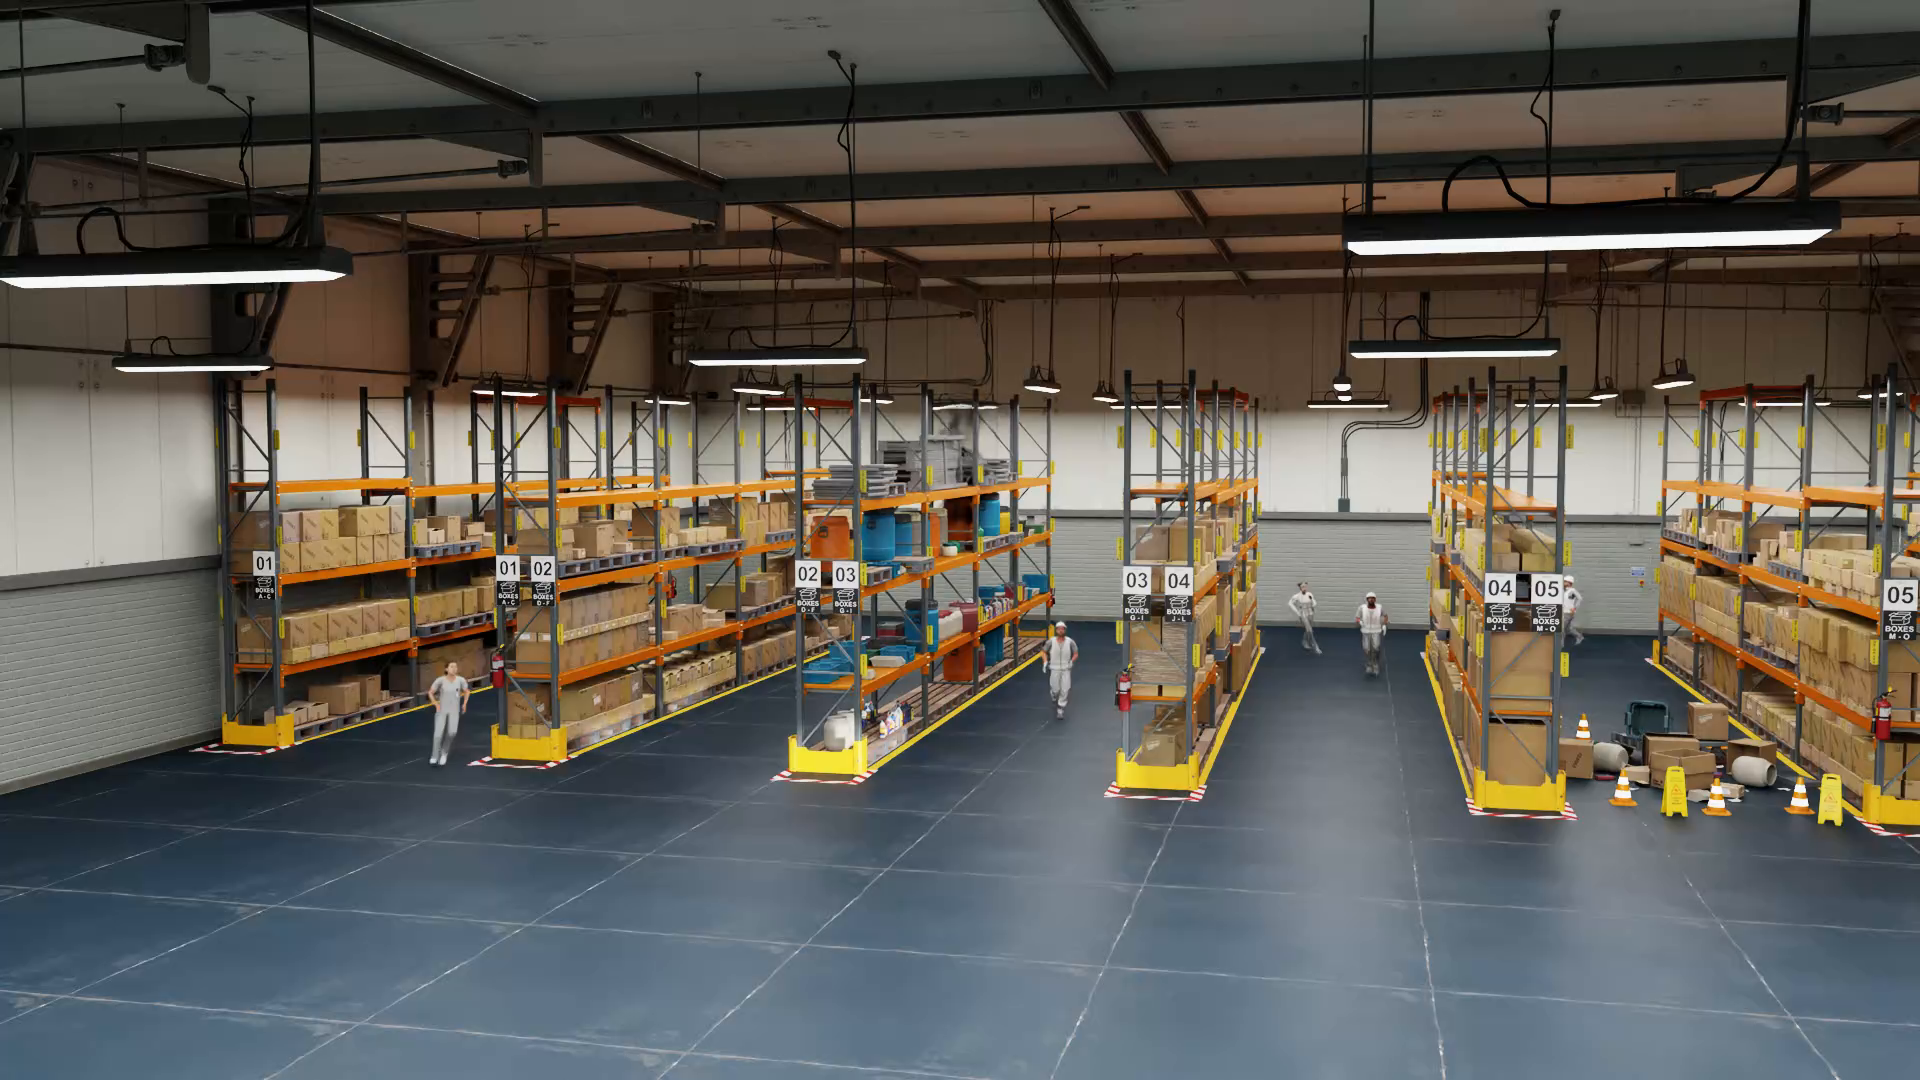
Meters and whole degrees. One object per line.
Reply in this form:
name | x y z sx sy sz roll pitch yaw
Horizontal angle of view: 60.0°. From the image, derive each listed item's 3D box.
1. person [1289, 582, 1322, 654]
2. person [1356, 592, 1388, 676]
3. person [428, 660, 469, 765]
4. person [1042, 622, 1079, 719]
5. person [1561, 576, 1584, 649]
person | 8.127 1.812 39.270 0.622 1.693 0.827 -1 4 -21
person | 8.755 1.995 35.431 0.651 1.781 0.716 1 4 19
person | -7.860 2.652 25.605 0.625 1.603 0.605 -1 4 -21
person | 1.812 2.339 29.949 0.658 1.737 0.600 0 3 -1
person | 14.566 1.738 39.798 0.878 1.774 0.661 0 3 -8
